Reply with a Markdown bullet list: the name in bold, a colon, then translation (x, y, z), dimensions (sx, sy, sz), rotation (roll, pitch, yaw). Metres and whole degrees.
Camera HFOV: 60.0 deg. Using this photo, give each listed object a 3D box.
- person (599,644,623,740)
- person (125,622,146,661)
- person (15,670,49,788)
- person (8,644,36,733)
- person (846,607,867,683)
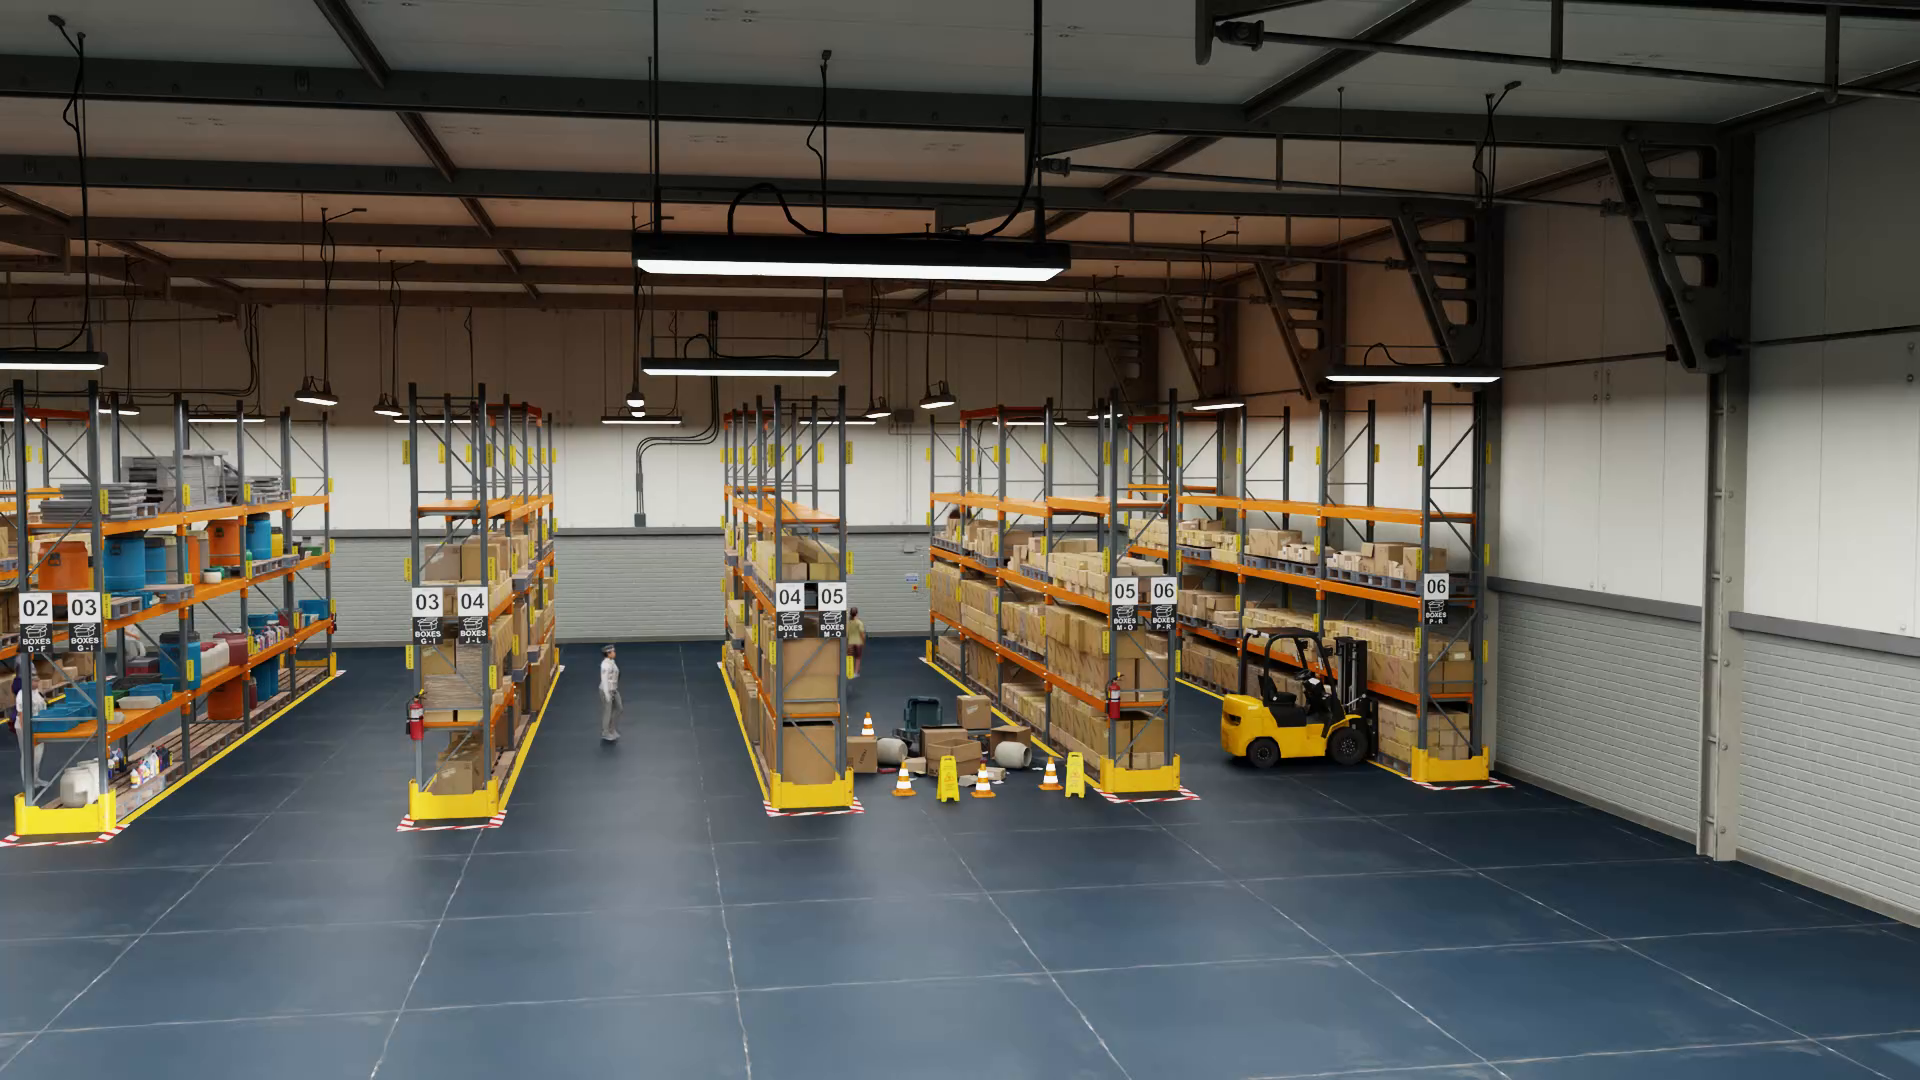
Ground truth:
- **person**: translation (-6.198, 2.691, 29.382), dimensions (0.356, 1.702, 0.575), rotation (0, 3, 8)
- **person**: translation (-19.005, 2.287, 38.020), dimensions (0.630, 1.638, 0.639), rotation (0, 3, 4)
- **person**: translation (-14.000, 2.850, 25.063), dimensions (0.406, 1.767, 0.577), rotation (0, 3, 3)
- **person**: translation (-16.816, 2.655, 29.838), dimensions (0.481, 1.642, 0.476), rotation (1, 3, 23)
- **person**: translation (-2.244, 2.231, 35.460), dimensions (0.488, 1.629, 0.469), rotation (0, 3, 5)
